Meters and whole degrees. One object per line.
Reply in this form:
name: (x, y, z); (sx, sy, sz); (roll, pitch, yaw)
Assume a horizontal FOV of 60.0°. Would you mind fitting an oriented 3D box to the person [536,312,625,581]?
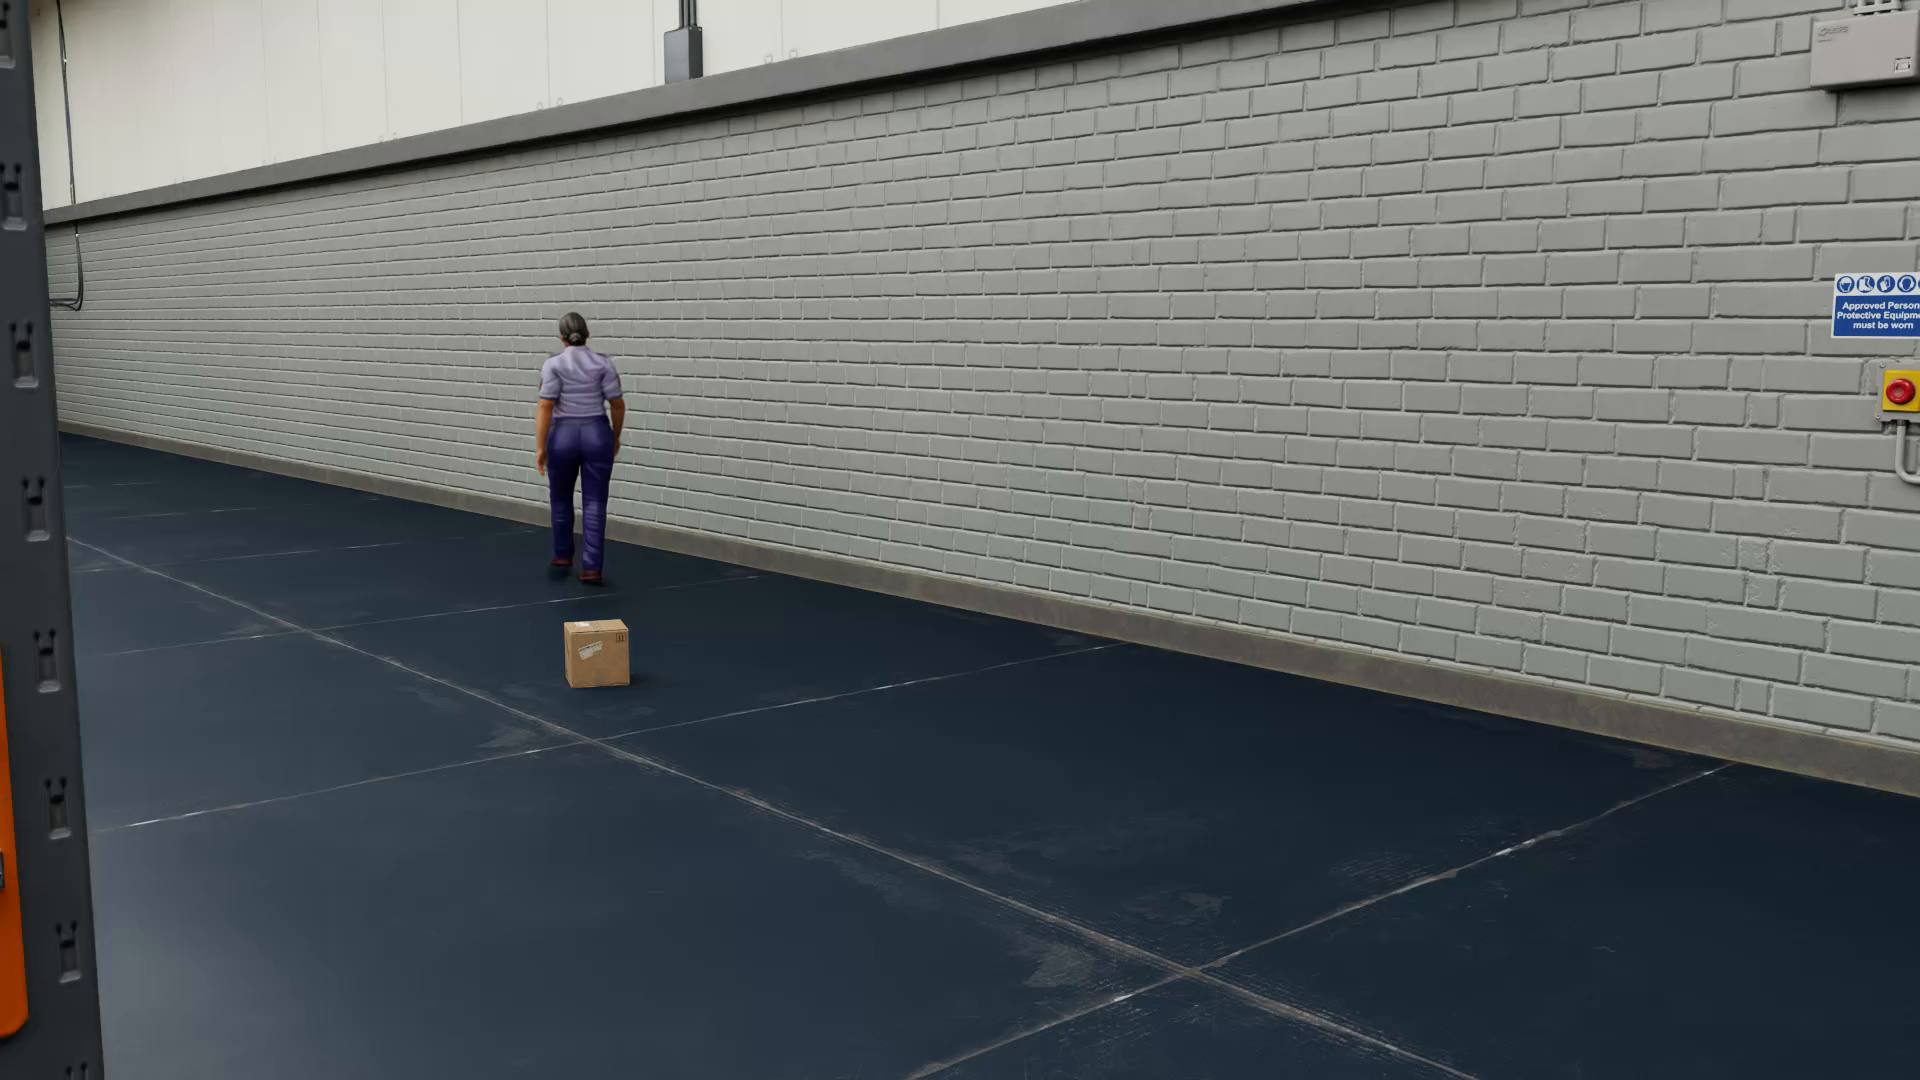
person: (-2.330, -0.578, 10.244); (0.529, 1.613, 0.814); (-2, 8, -12)
